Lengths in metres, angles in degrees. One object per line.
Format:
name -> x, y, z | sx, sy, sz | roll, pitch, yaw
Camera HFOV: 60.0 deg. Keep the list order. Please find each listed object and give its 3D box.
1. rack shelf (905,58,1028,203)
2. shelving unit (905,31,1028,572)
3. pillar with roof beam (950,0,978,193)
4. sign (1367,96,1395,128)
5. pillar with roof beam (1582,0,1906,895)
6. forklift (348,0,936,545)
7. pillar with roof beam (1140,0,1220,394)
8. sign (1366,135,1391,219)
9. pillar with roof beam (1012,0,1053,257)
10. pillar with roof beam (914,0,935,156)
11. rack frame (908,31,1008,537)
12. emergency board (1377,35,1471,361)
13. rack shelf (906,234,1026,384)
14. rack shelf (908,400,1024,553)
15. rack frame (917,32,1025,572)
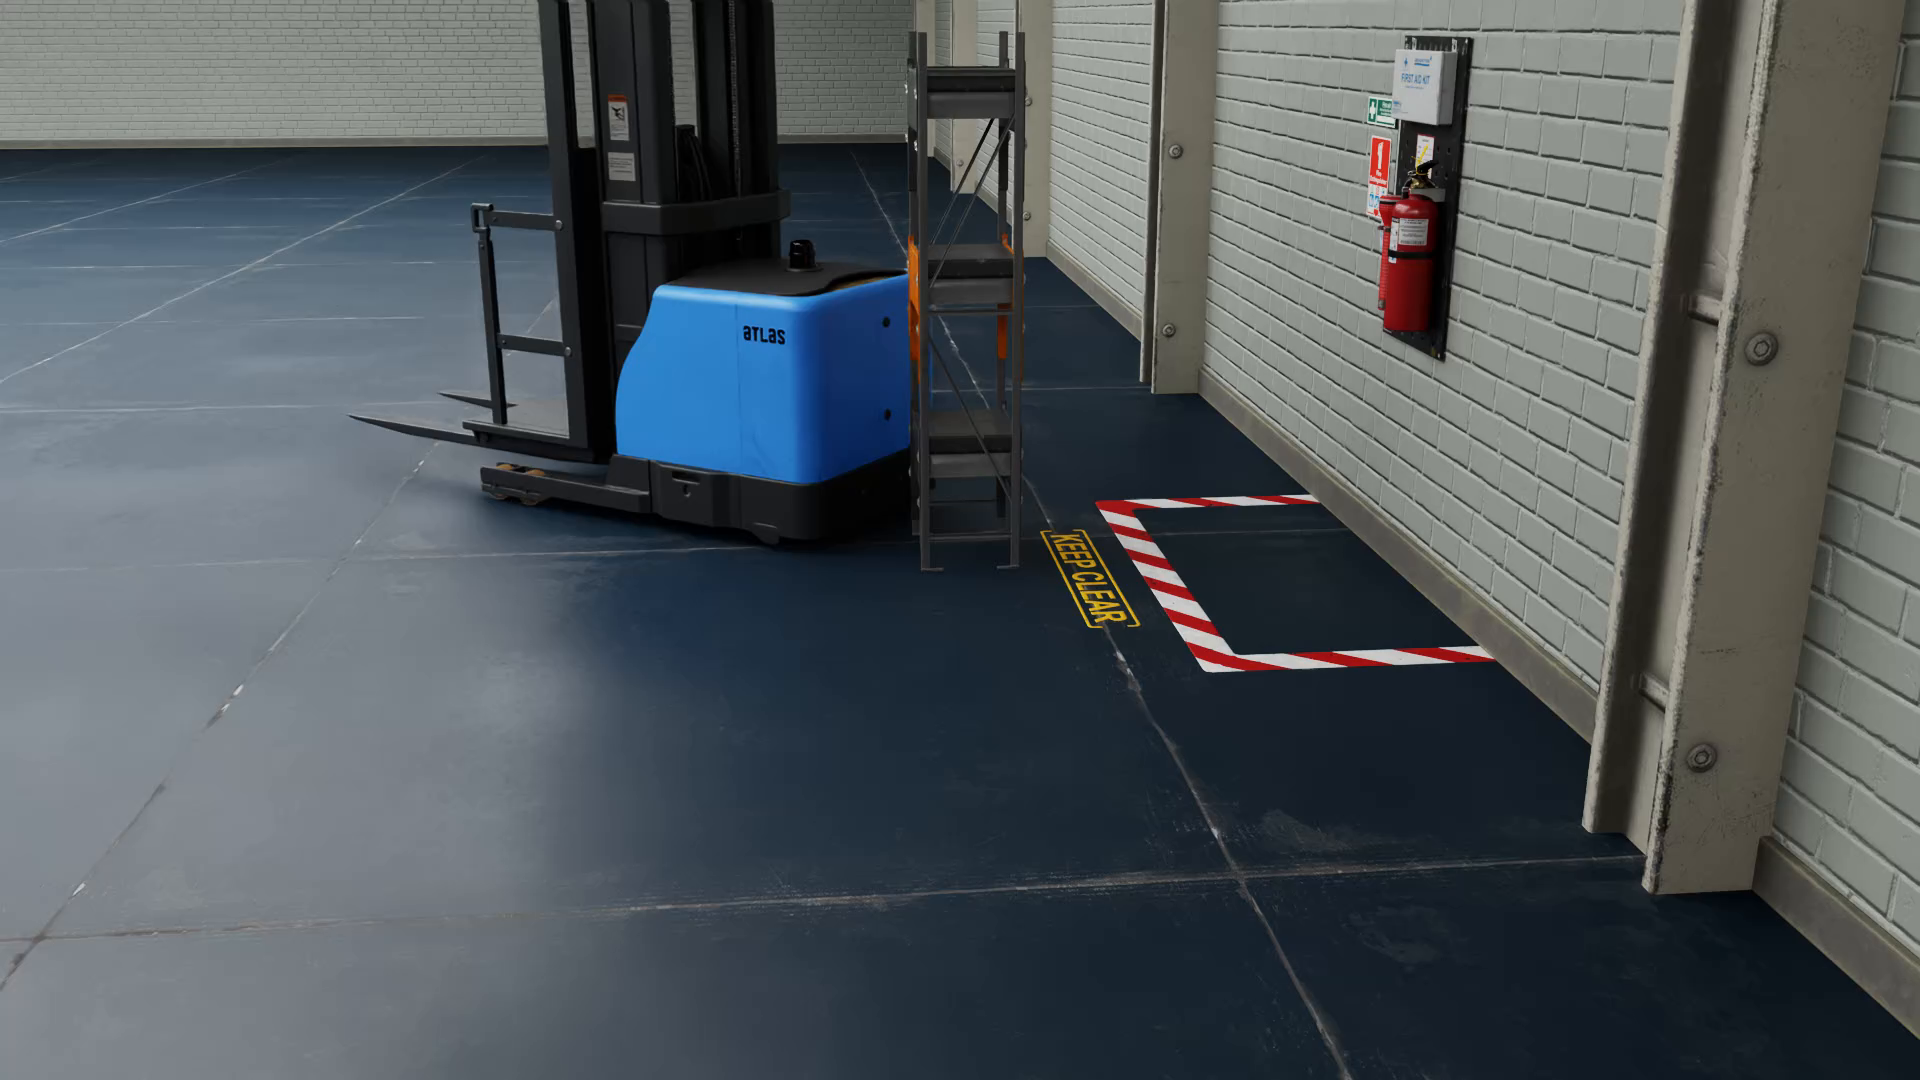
rack shelf -> 0.017, -1.607, 6.500 | 0.431, 0.518, 0.480 | -2, 18, -6
shelving unit -> 0.017, -0.952, 6.705 | 0.431, 2.100, 0.503 | -2, 18, -6
pillar with roof beam -> -4.229, -8.676, 19.788 | 9.100, 9.000, 0.400 | -2, 18, -6
sign -> 1.730, -1.757, 6.822 | 0.001, 0.109, 0.331 | -2, 18, -6
pillar with roof beam -> -2.372, -3.313, 2.706 | 9.100, 9.000, 0.400 | -2, 18, -6
forklift -> -1.646, -1.681, 7.638 | 3.031, 2.935, 1.130 | 10, 20, 29
pillar with roof beam -> -2.991, -5.101, 8.400 | 9.100, 9.000, 0.400 | -2, 18, -6
sign -> 1.739, -1.506, 6.907 | 0.001, 0.329, 0.234 | -2, 18, -6
pillar with roof beam -> -3.610, -6.888, 14.094 | 9.100, 9.000, 0.400 | -2, 18, -6
pillar with roof beam -> -4.847, -10.463, 25.482 | 9.100, 9.000, 0.400 | -2, 18, -6
rack frame -> -0.008, -1.025, 6.937 | 0.400, 2.100, 0.015 | -2, 18, -6
emergency board -> 1.693, -1.321, 6.377 | 0.194, 1.169, 0.643 | -2, 18, -6
rack shelf -> 0.017, -0.939, 6.710 | 0.431, 0.518, 0.480 | -2, 18, -6
rack shelf -> 0.017, -0.272, 6.919 | 0.431, 0.518, 0.480 | -2, 18, -6
rack frame -> 0.042, -0.880, 6.474 | 0.400, 2.100, 0.015 | -2, 18, -6
